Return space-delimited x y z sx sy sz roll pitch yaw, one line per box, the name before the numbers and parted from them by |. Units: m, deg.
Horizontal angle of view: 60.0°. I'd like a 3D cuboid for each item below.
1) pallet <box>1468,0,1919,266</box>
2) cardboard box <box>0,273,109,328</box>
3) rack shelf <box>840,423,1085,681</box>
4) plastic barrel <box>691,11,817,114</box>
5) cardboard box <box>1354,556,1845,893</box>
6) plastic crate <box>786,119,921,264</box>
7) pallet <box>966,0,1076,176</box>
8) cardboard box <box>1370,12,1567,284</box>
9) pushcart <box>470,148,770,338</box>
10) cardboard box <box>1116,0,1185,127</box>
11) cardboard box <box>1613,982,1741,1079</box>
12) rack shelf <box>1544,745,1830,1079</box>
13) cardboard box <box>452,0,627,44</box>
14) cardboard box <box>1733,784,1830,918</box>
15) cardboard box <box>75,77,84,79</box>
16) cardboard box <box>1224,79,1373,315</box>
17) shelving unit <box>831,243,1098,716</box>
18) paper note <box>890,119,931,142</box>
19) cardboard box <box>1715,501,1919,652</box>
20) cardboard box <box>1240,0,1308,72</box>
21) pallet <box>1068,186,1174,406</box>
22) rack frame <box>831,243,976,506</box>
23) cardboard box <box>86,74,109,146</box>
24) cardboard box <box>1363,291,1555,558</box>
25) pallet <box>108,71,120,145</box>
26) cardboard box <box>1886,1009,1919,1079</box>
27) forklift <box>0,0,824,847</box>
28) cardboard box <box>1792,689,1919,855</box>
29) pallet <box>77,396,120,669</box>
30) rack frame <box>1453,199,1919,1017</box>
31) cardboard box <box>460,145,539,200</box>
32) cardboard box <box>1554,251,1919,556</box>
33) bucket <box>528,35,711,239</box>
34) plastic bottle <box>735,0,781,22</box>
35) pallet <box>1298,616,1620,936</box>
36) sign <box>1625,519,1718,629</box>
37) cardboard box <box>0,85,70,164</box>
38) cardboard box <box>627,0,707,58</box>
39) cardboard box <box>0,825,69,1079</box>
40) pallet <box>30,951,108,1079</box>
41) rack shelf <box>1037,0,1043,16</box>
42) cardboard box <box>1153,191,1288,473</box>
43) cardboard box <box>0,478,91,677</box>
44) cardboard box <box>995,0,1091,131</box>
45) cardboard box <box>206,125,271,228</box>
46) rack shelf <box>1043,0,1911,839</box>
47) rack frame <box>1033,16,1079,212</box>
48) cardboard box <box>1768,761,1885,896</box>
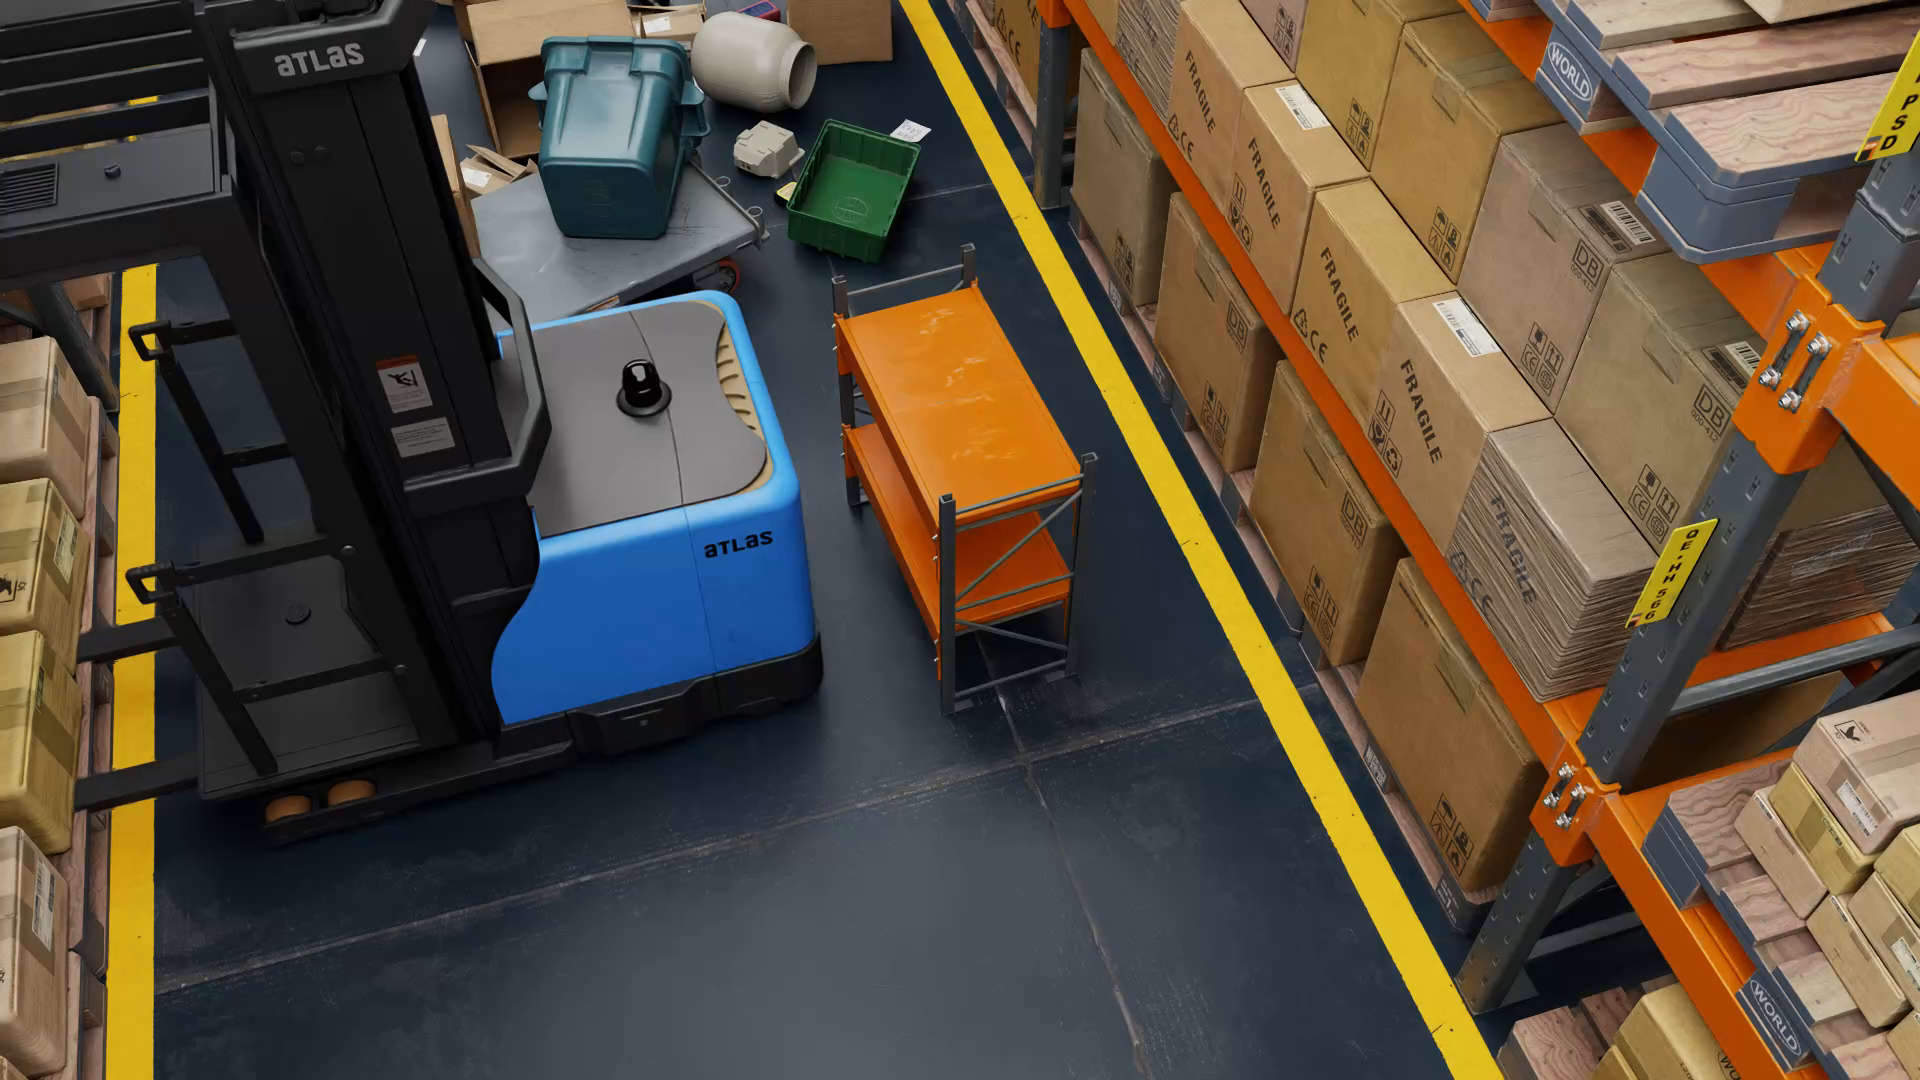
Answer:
pallet | 1.769 -1.045 3.331 1.213 0.211 1.003 -11 51 -9
cardboard box | -3.788 -1.150 6.782 0.500 0.250 0.500 -15 52 -13
rack shelf | -0.009 -0.041 5.859 0.538 0.278 1.000 -16 53 -13
plastic barrel | -0.973 -2.254 7.873 0.512 0.421 0.421 18 52 14
cardboard box | 1.916 0.444 5.111 1.050 0.750 0.750 -14 51 -11
plastic crate | -0.475 -1.545 7.392 0.450 0.188 0.662 16 51 0
pallet | 0.677 -2.277 8.031 1.003 0.211 1.213 -13 51 -11
cardboard box | 1.583 -1.109 4.503 0.700 0.500 0.500 -14 51 -12
pushcart | -1.708 -1.116 6.944 1.648 0.377 0.936 -30 56 -23
cardboard box | 0.876 -1.821 5.758 0.500 0.500 0.500 -13 51 -11
cardboard box | 1.983 1.306 4.057 0.500 0.250 0.500 -15 52 -13
rack shelf | 2.602 2.012 3.063 1.077 0.370 4.000 -13 51 -11
cardboard box | -2.116 -2.816 8.295 0.637 0.503 0.797 26 55 20
cardboard box | 1.950 0.637 3.641 0.380 0.149 0.250 -14 51 -11
cardboard box | -4.109 -2.159 7.142 0.500 0.500 0.500 -11 51 -9
cardboard box | 1.171 -1.084 5.137 0.500 0.500 0.500 -13 51 -10
shelving unit | -0.008 -0.196 5.670 0.538 1.125 1.048 -16 53 -13
paper note | -0.236 -1.932 7.858 0.142 0.020 0.147 26 55 20
cardboard box | 2.136 -0.102 4.309 0.500 0.500 0.500 -13 51 -11
cardboard box | 1.283 -1.851 5.129 0.700 0.500 0.500 -13 51 -11
pallet | 1.128 -1.157 7.087 1.003 0.211 1.213 -13 51 -11
rack frame | -0.189 -0.564 5.971 0.500 1.125 0.032 -16 53 -13
cardboard box | -4.116 -1.925 7.434 0.500 0.250 0.500 -14 51 -11
cardboard box | 1.475 -0.346 4.514 0.500 0.500 0.500 -13 51 -11
pallet | -4.468 -1.886 7.702 1.003 0.211 1.213 -13 51 -11
cardboard box | 2.109 1.030 3.309 0.380 0.149 0.250 -11 51 -9
forklift | -2.048 -0.417 4.685 3.031 2.935 1.130 -14 51 -11
cardboard box | 1.963 0.458 3.403 0.380 0.149 0.250 -13 51 -11
pallet | -3.639 0.058 6.063 1.003 0.211 1.213 -13 51 -11
rack frame | 2.011 0.319 4.019 1.000 3.000 0.127 -13 51 -11
cardboard box | -2.062 -1.608 7.432 0.396 0.266 0.258 26 55 20
cardboard box | 1.887 -0.366 3.877 0.700 0.500 0.500 -14 51 -11
bucket | -1.415 -1.615 6.797 0.726 0.611 0.620 2 60 2
plastic bottle | -1.064 -2.648 8.443 0.283 0.061 0.133 -30 56 -23
pallet | 1.849 0.625 5.585 1.003 0.211 1.213 -13 51 -11
sign | 1.481 0.074 3.469 0.100 0.325 0.005 -13 51 -11
cardboard box | -3.788 -1.392 6.495 0.500 0.500 0.500 -11 51 -9
cardboard box | -1.440 -2.560 8.235 0.396 0.266 0.258 -6 50 -5
cardboard box | -3.072 1.272 4.660 0.950 0.372 0.625 -14 51 -12
pallet | -2.918 1.840 4.561 1.003 0.211 1.213 -13 51 -11
rack shelf | 0.236 -3.831 7.988 1.077 0.370 4.000 -13 51 -11
cardboard box | 1.379 -0.874 6.222 1.050 0.750 0.750 -13 51 -11
cardboard box | -3.498 0.209 5.556 0.950 0.372 0.625 -10 51 -9
cardboard box | 0.708 -2.528 7.534 0.875 0.875 0.875 -13 51 -10
cardboard box | -2.888 -1.695 7.350 0.500 0.500 0.500 18 52 14
rack shelf | 1.419 -0.910 5.526 1.077 0.370 4.000 -13 51 -11
rack frame | 0.828 -2.602 6.482 1.000 3.000 0.127 -13 51 -11
cardboard box | 1.962 0.567 3.505 0.380 0.149 0.250 -11 51 -9
